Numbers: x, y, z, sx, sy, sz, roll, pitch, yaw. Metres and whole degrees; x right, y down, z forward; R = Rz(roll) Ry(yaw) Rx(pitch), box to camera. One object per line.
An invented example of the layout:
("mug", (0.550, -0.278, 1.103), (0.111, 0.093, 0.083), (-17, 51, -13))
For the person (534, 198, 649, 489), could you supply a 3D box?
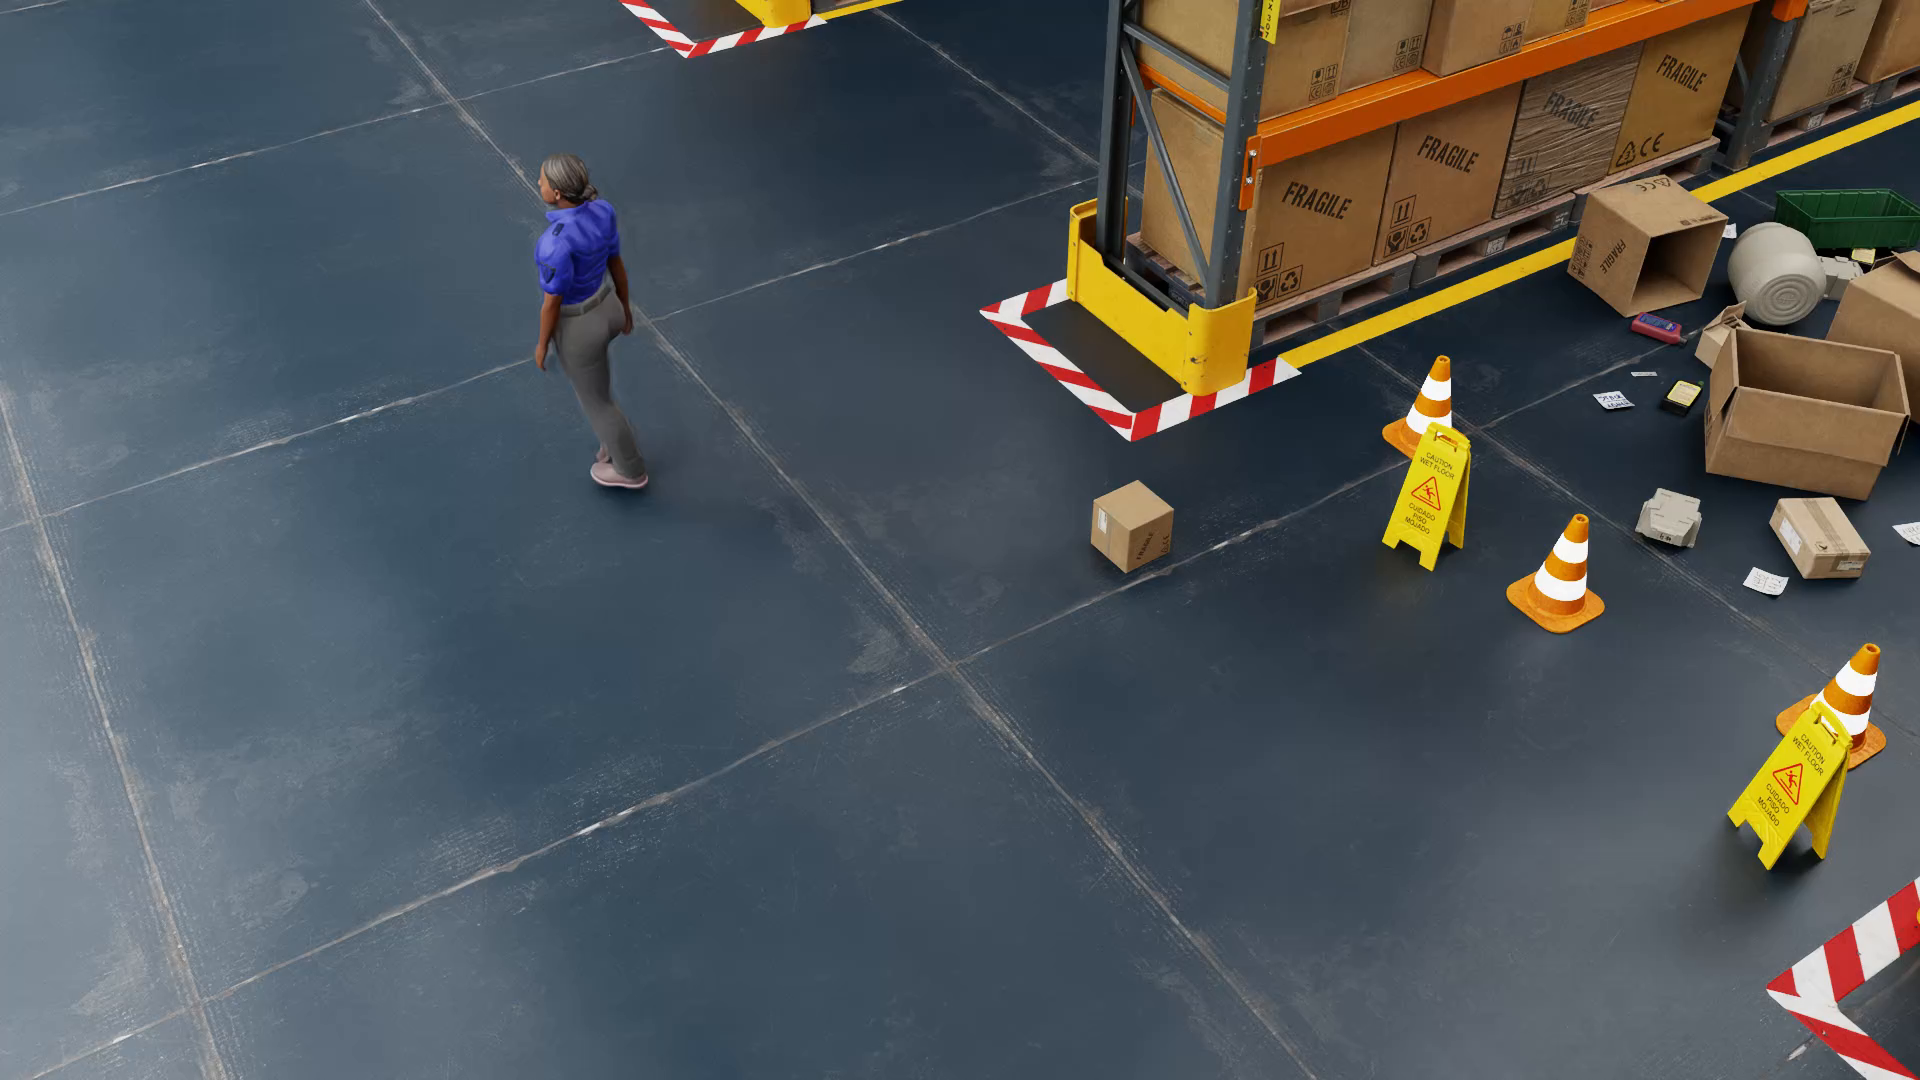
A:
("person", (-1.651, -0.826, 7.271), (0.477, 1.498, 0.443), (14, 43, 15))
